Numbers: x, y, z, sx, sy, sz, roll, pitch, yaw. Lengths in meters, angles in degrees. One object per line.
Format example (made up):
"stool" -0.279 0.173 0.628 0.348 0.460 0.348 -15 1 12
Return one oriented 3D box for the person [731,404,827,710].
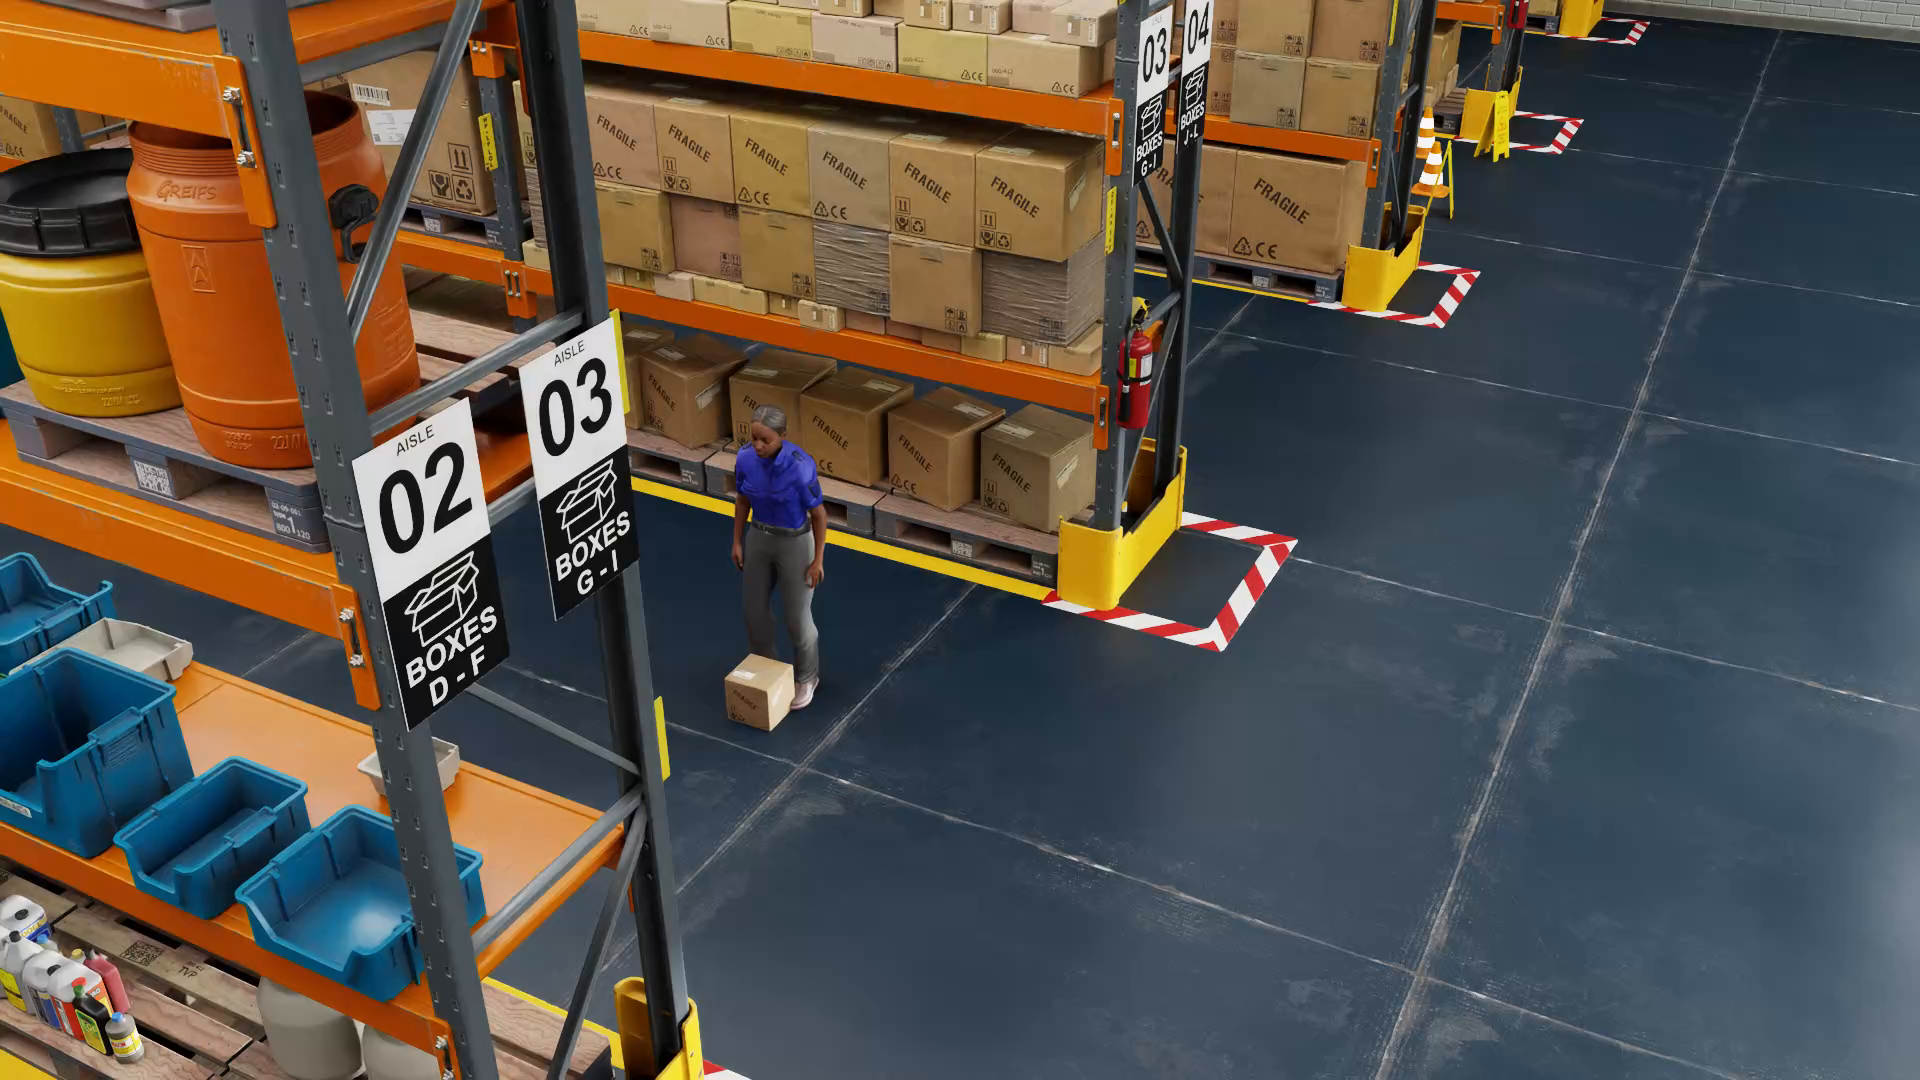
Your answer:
"person" -0.903 0.054 8.196 0.532 1.655 0.346 13 33 21
